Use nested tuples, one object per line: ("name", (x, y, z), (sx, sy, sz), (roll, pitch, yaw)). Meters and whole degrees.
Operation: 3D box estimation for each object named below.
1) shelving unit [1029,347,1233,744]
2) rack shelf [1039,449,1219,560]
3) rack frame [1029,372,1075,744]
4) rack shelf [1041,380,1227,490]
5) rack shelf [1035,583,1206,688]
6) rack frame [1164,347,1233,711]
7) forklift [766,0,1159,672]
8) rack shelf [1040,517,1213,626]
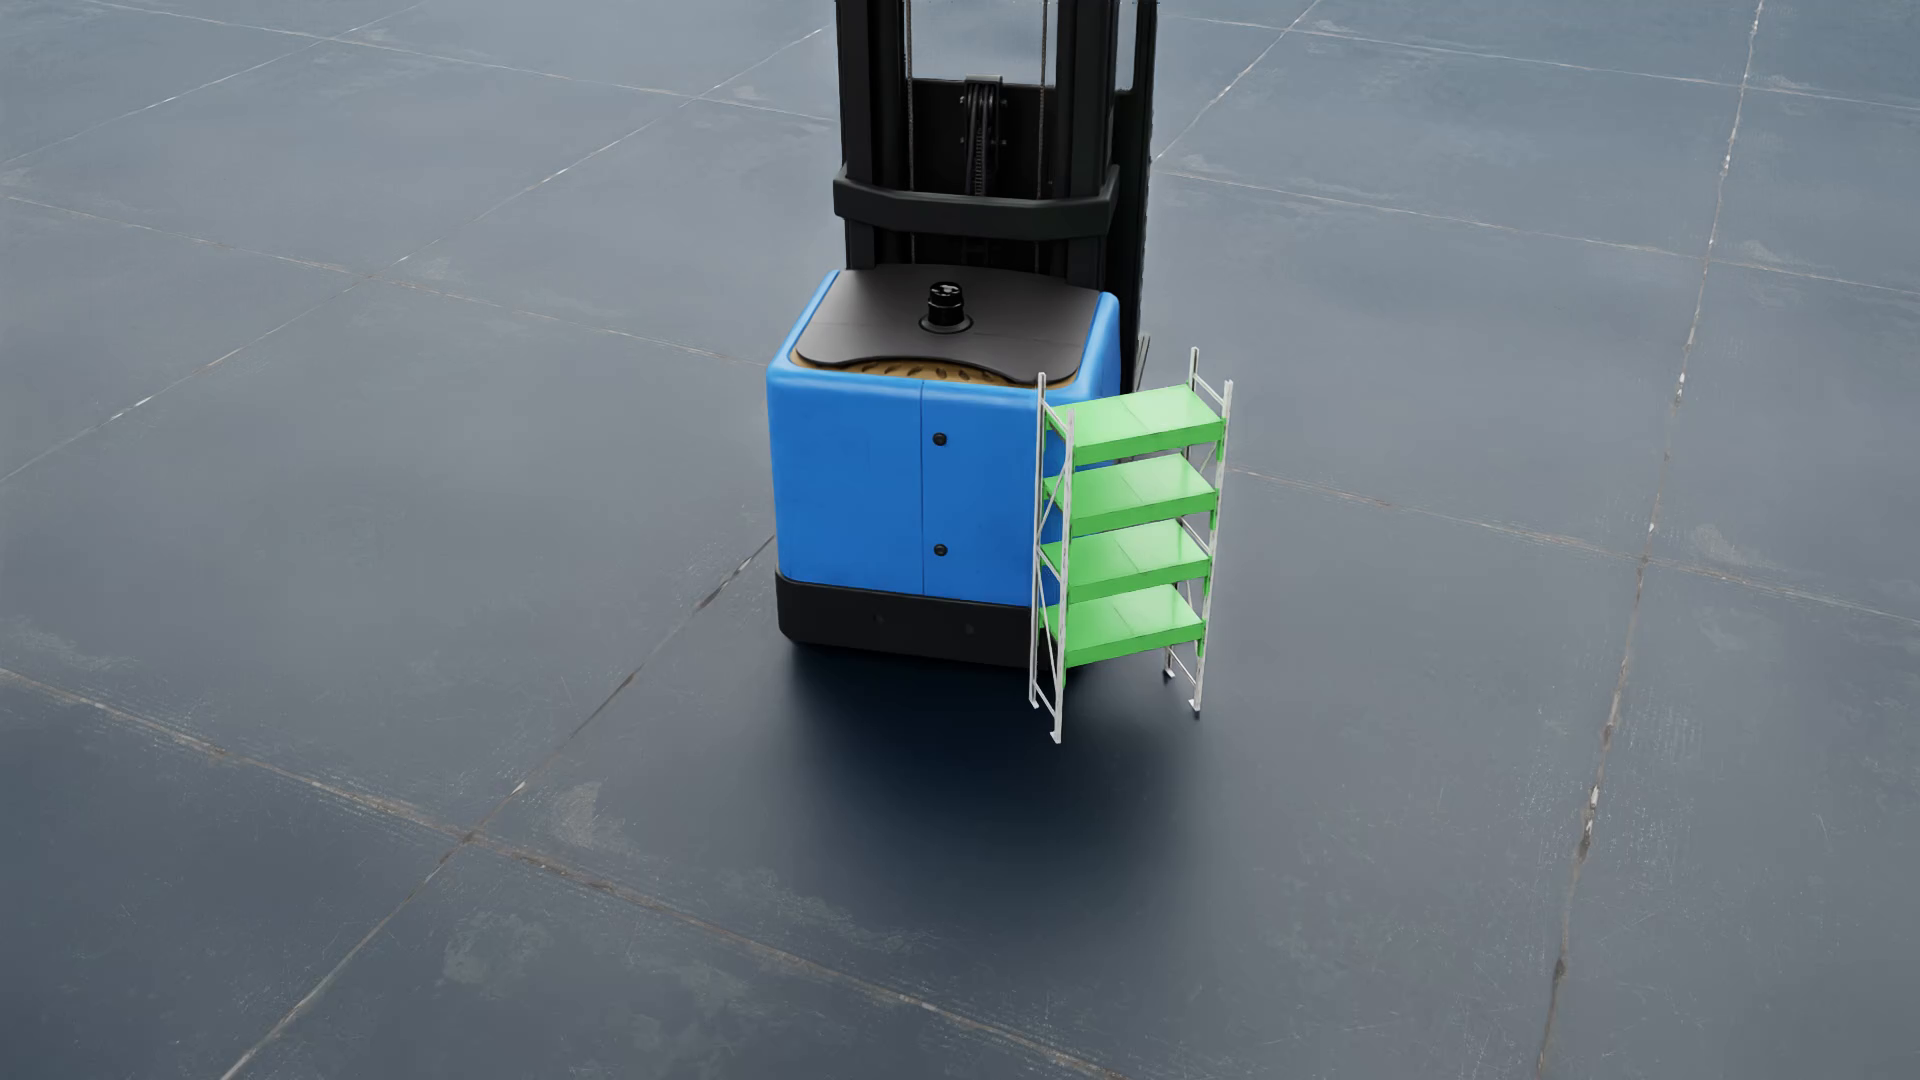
("shelving unit", (0.503, 0.036, 5.100), (0.503, 1.200, 0.258), (-11, 35, -16))
("rack shelf", (0.503, -0.111, 5.004), (0.480, 0.148, 0.258), (-11, 35, -16))
("rack frame", (0.273, 0.081, 5.033), (0.015, 1.200, 0.240), (-11, 35, -16))
("rack shelf", (0.503, -0.312, 4.872), (0.480, 0.148, 0.258), (-11, 35, -16))
("rack shelf", (0.503, 0.290, 5.267), (0.480, 0.148, 0.258), (-11, 35, -16))
("rack frame", (0.733, -0.008, 5.168), (0.015, 1.200, 0.240), (-11, 35, -16))
("forklift", (0.169, -1.593, 6.006), (1.130, 2.935, 3.031), (6, 34, 9))
("rack shelf", (0.503, 0.090, 5.136), (0.480, 0.148, 0.258), (-11, 35, -16))
